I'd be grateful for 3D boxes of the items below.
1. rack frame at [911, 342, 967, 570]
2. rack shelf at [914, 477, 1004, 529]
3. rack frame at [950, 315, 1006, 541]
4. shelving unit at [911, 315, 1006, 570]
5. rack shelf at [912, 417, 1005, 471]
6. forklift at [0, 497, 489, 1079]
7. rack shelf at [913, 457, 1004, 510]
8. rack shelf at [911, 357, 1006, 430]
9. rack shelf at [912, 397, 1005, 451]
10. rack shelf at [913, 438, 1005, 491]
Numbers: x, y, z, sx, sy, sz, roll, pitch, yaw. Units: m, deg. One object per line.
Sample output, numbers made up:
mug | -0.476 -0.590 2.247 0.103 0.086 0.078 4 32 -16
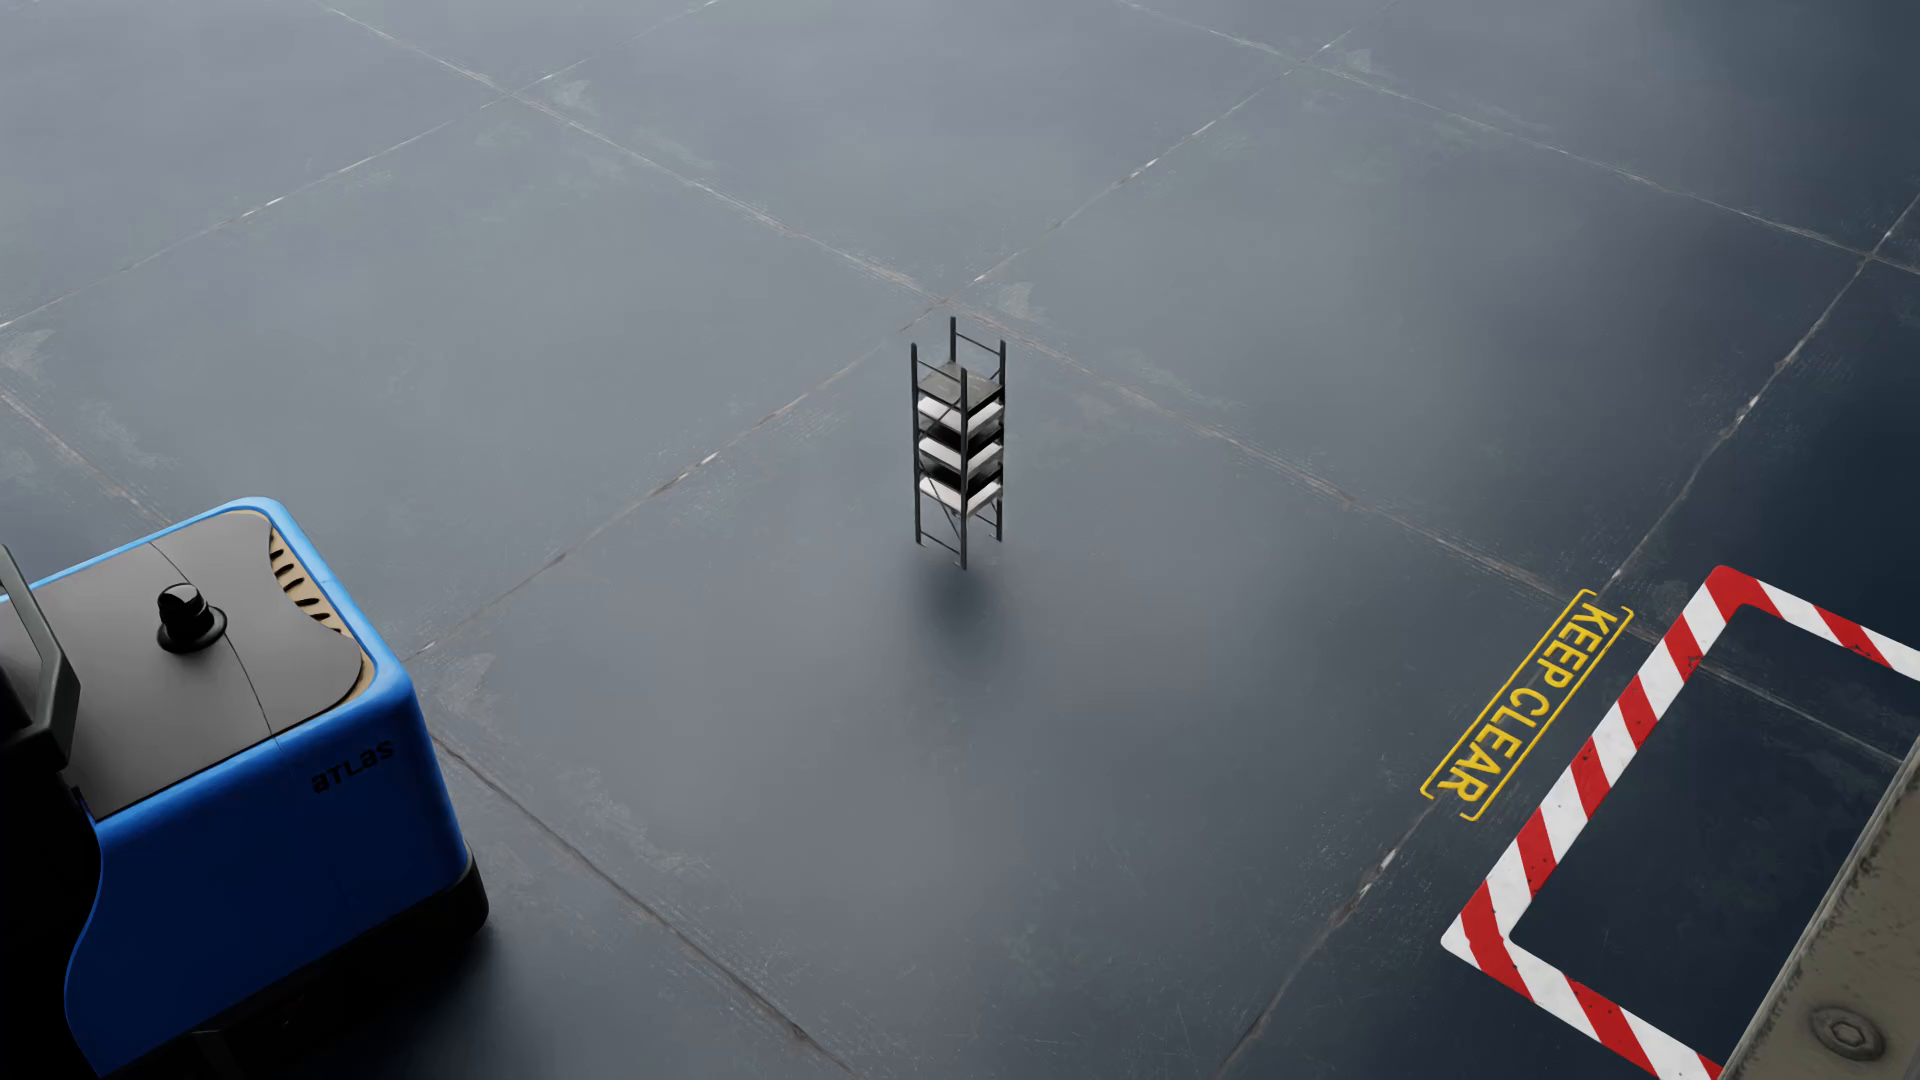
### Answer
rack frame | -0.071 -0.276 5.806 0.240 0.900 0.006 29 50 28
rack shelf | -0.005 -0.171 6.007 0.258 0.077 0.200 29 50 28
rack frame | 0.060 -0.381 5.921 0.240 0.900 0.006 29 50 28
shelving unit | -0.005 -0.329 5.864 0.258 0.900 0.210 29 50 28
rack shelf | -0.005 -0.371 5.826 0.258 0.077 0.200 29 50 28
forklift | -2.849 0.429 3.520 3.031 2.935 1.130 -28 49 -27
rack shelf | -0.005 -0.238 5.947 0.258 0.077 0.200 29 50 28
rack shelf | -0.005 -0.504 5.705 0.258 0.077 0.200 29 50 28
rack shelf | -0.005 -0.437 5.765 0.258 0.077 0.200 29 50 28
rack shelf | -0.005 -0.304 5.886 0.258 0.077 0.200 29 50 28
